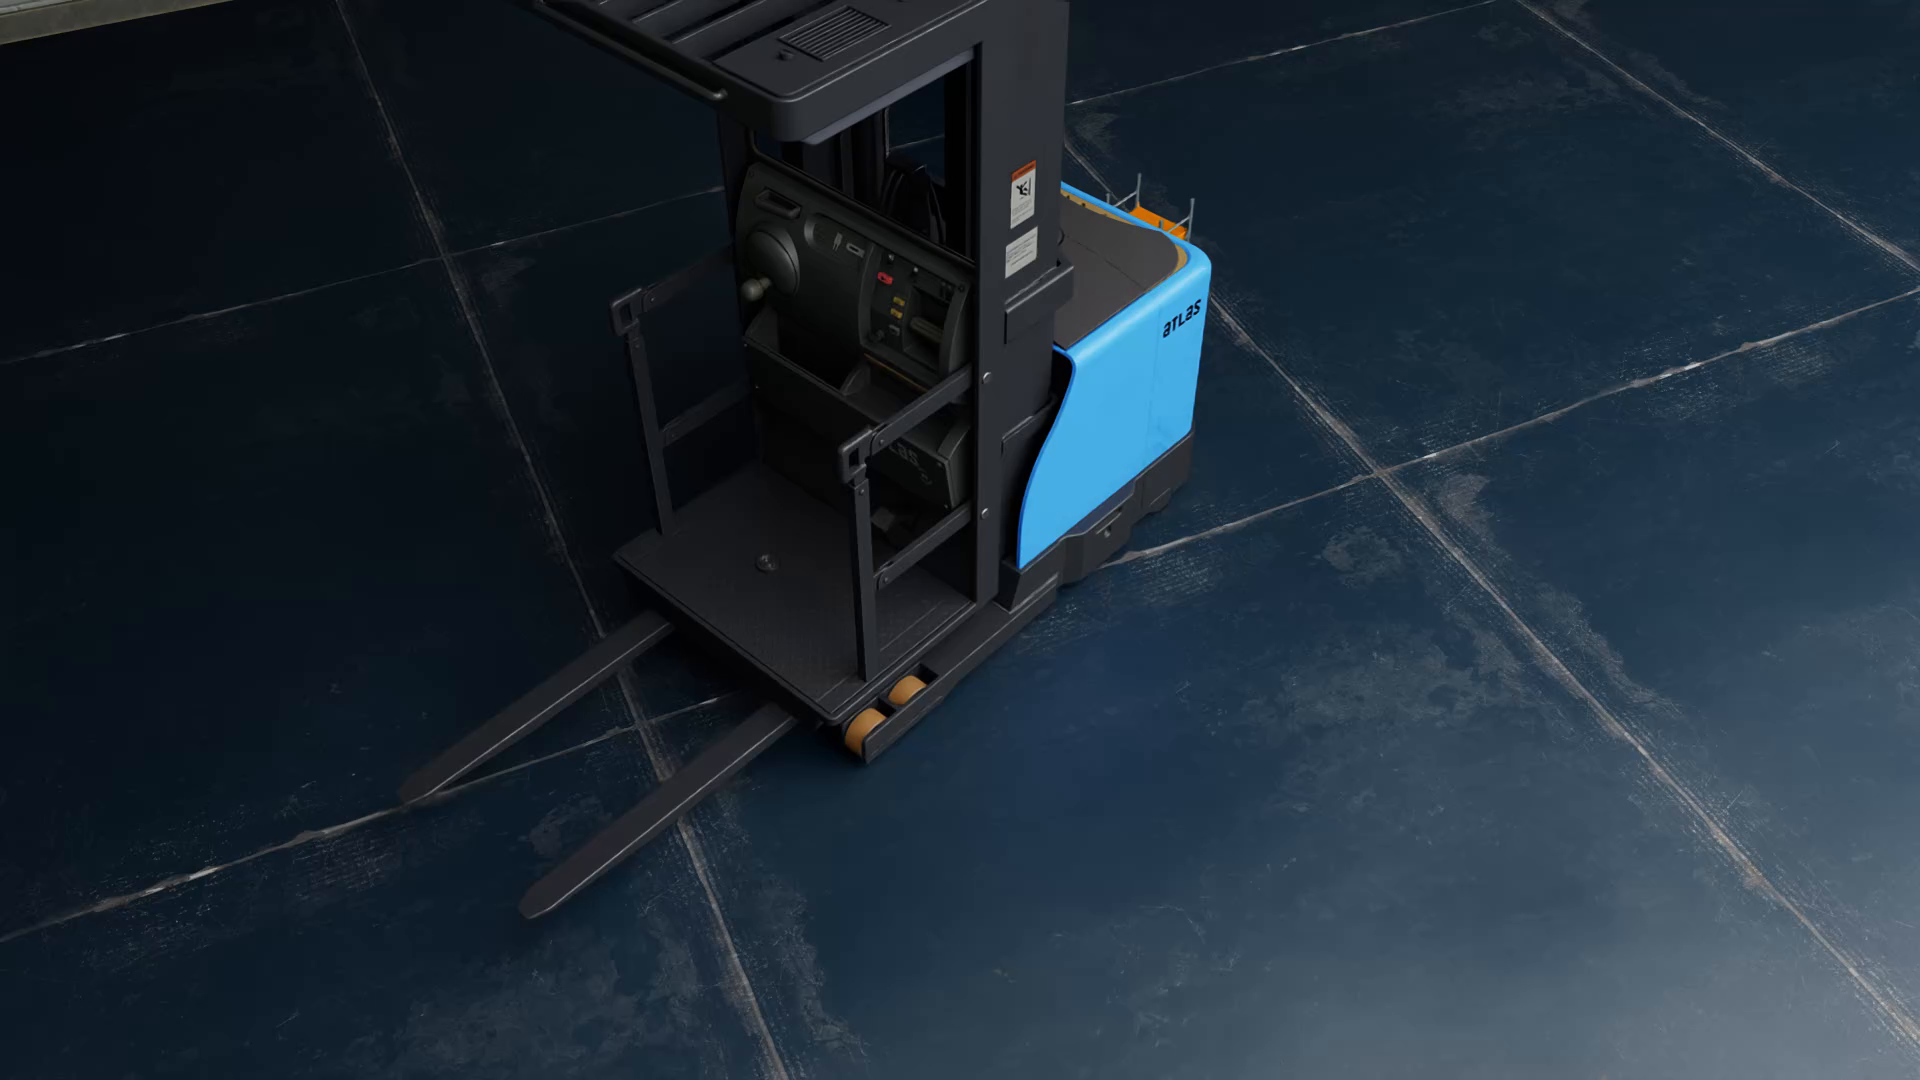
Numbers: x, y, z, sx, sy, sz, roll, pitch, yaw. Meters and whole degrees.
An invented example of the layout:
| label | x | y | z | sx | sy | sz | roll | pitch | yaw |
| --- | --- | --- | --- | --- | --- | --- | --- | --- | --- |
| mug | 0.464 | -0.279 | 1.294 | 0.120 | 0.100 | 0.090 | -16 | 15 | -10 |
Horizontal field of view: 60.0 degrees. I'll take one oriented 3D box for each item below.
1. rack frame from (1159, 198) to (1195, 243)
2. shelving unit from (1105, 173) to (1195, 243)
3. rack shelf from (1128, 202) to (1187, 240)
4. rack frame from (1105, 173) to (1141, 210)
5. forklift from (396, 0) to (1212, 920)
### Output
| label | x | y | z | sx | sy | sz | roll | pitch | yaw |
| --- | --- | --- | --- | --- | --- | --- | --- | --- | --- |
| rack frame | 0.777 | -0.810 | 6.324 | 0.008 | 1.050 | 0.200 | 33 | 53 | 29 |
| shelving unit | 0.687 | -0.868 | 6.382 | 0.252 | 1.050 | 0.215 | 33 | 53 | 29 |
| rack shelf | 0.687 | -1.063 | 6.190 | 0.240 | 0.259 | 0.215 | 33 | 53 | 29 |
| rack frame | 0.597 | -0.926 | 6.441 | 0.008 | 1.050 | 0.200 | 33 | 53 | 29 |
| forklift | -0.479 | -0.727 | 4.900 | 1.130 | 2.935 | 3.031 | 33 | 53 | 29 |
